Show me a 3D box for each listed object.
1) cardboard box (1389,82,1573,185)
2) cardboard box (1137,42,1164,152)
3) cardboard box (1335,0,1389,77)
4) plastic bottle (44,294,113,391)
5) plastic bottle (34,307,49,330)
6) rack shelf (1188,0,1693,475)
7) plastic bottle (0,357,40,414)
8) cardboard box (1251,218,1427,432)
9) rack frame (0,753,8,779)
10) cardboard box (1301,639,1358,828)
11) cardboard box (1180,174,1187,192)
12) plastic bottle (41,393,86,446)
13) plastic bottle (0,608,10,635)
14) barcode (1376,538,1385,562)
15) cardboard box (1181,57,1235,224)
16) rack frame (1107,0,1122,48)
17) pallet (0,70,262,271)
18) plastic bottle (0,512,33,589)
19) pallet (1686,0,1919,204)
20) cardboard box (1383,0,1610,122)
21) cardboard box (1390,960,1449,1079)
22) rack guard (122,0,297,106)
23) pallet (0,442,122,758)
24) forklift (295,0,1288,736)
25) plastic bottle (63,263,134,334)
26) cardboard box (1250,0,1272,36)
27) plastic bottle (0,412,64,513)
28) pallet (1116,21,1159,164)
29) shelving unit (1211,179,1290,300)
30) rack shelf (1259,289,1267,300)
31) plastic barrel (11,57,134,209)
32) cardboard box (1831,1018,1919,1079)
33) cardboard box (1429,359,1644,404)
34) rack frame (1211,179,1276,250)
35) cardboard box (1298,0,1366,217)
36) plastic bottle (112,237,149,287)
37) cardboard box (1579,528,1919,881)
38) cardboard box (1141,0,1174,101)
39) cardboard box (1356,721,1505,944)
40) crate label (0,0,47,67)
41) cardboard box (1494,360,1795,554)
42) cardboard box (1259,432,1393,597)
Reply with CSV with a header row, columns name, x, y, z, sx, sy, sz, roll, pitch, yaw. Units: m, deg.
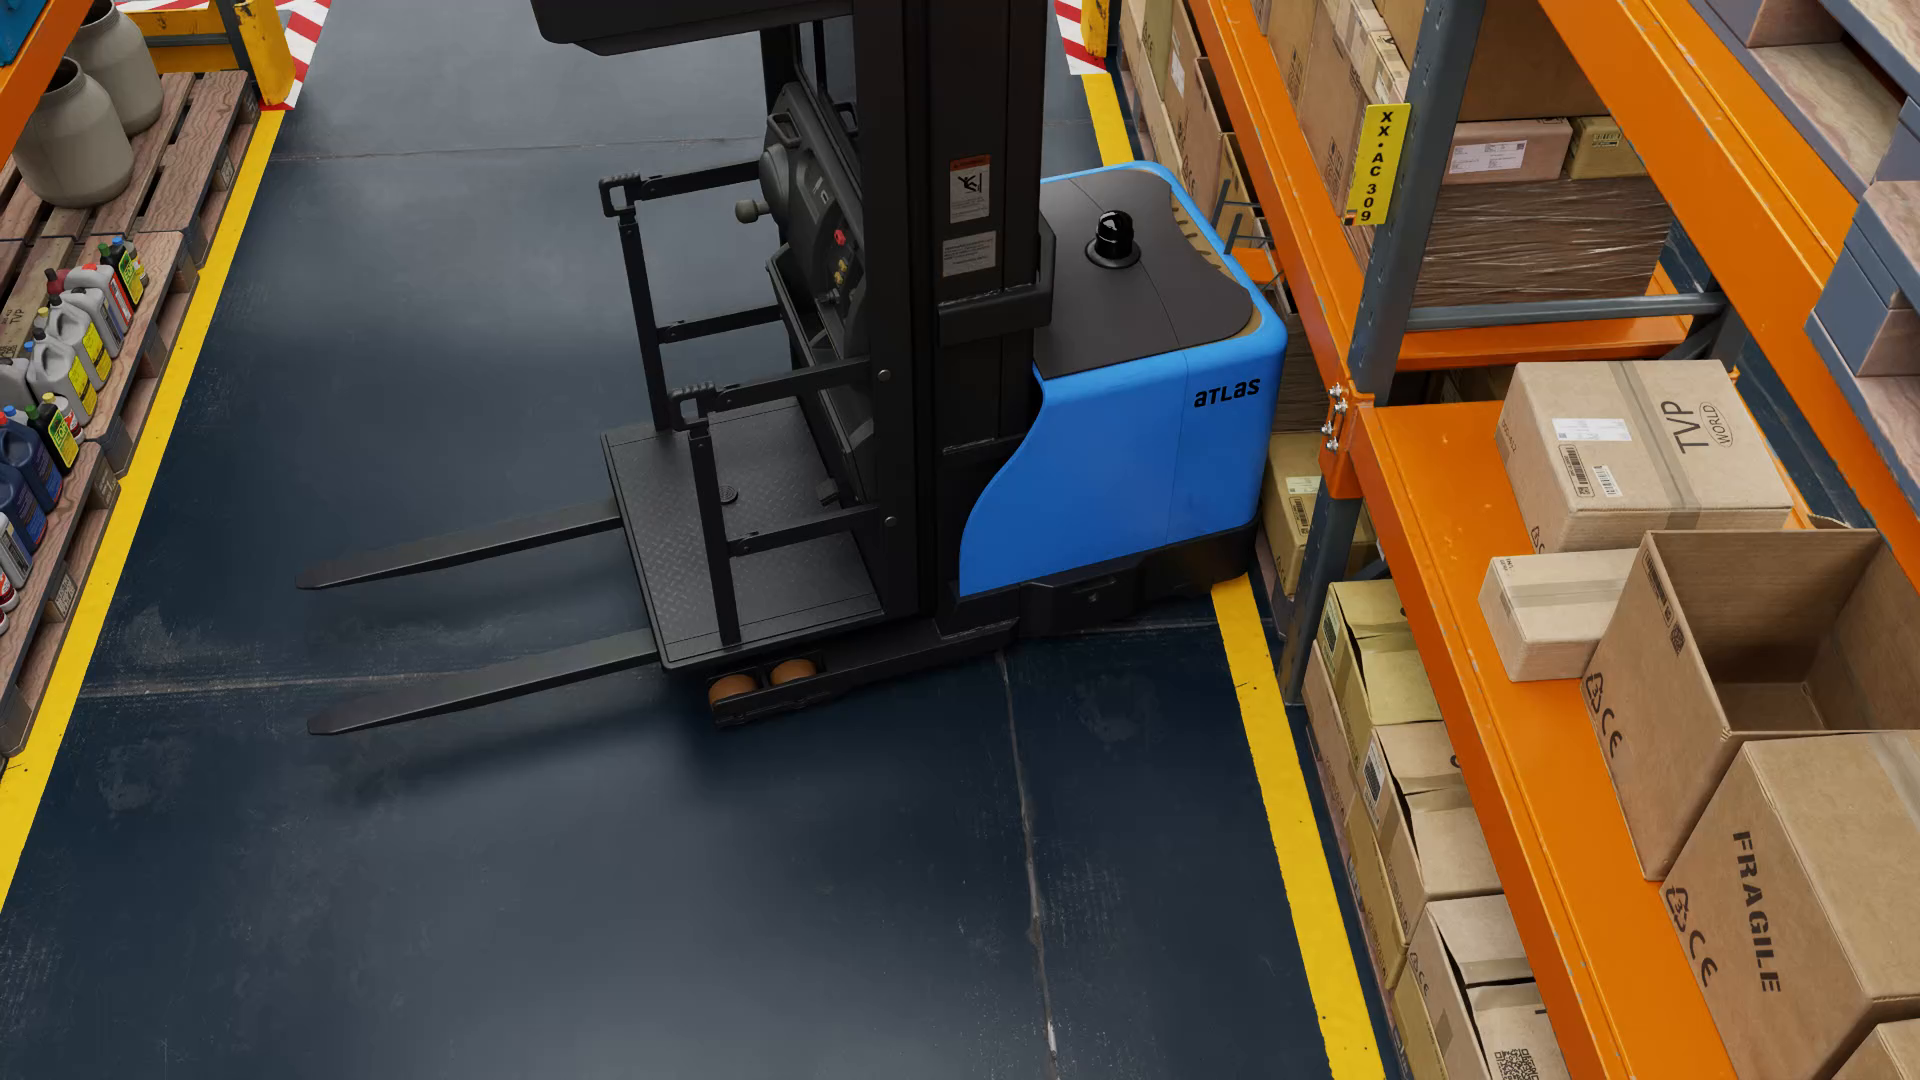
name,x,y,z,sx,sy,sz,roll,pitch,yaw
cardboard box,1.281,-1.017,4.132,0.380,0.149,0.250,-4,47,-3
cardboard box,1.051,-1.906,7.094,0.500,0.250,0.500,-3,47,-3
cardboard box,1.238,-1.385,4.480,0.380,0.149,0.250,-5,47,-4
plastic bottle,-3.140,-0.706,5.874,0.144,0.351,0.185,-2,47,-2
plastic bottle,-3.280,-0.753,6.022,0.097,0.201,0.097,0,47,0
rack shelf,1.350,-1.776,5.861,1.077,0.370,4.000,-3,47,-3
plastic bottle,-3.270,-0.518,5.748,0.152,0.276,0.135,-3,47,-3
cardboard box,1.231,-0.717,5.452,0.500,0.500,0.500,-3,47,-3
rack frame,-3.419,-0.278,3.947,1.000,3.000,0.127,-3,47,-3
cardboard box,1.304,0.532,4.785,0.500,0.250,0.500,-5,47,-4
cardboard box,1.130,-1.182,6.408,0.500,0.250,0.500,-3,47,-3
plastic bottle,-3.089,-0.419,5.705,0.097,0.201,0.097,0,47,0
plastic bottle,-3.017,0.203,5.116,0.097,0.201,0.097,0,47,0
barcode,1.124,0.012,4.430,0.001,0.075,0.075,-3,47,-3
cardboard box,1.129,-1.440,6.136,0.500,0.500,0.500,-3,47,-3
rack frame,1.183,-3.470,6.970,1.000,3.000,0.127,-3,47,-3
pallet,-3.638,-1.572,7.094,1.003,0.211,1.213,-3,47,-3
plastic bottle,-3.063,0.018,5.240,0.152,0.276,0.135,-2,47,-2
pallet,1.604,-0.904,2.606,0.805,0.209,1.217,-5,47,-5
cardboard box,1.474,-1.377,4.026,0.700,0.500,0.500,-3,47,-3
cardboard box,1.392,1.277,4.080,0.500,0.250,0.500,-5,47,-5
rack guard,-3.700,-2.260,7.546,1.175,0.500,0.348,-3,47,-3
pallet,-3.434,0.193,5.422,1.003,0.211,1.213,-3,47,-3
forklift,-0.592,-0.863,4.549,3.031,2.935,1.130,-14,48,-13
plastic bottle,-3.169,-0.900,6.109,0.152,0.276,0.135,-3,47,-3
cardboard box,1.341,-2.046,5.553,0.700,0.500,0.500,-2,47,-2
plastic bottle,-3.089,-0.264,5.455,0.144,0.351,0.185,-5,47,-5
pallet,1.288,-1.960,7.461,1.003,0.211,1.213,-3,47,-3
shelving unit,0.849,-0.620,5.499,0.258,1.200,0.189,3,45,-10
rack shelf,0.879,-0.758,5.363,0.258,0.103,0.180,3,45,-10
plastic barrel,-3.581,-1.626,6.649,0.421,0.512,0.421,0,47,0
cardboard box,1.696,1.071,2.601,0.500,0.500,0.500,-6,47,-5
cardboard box,1.791,-0.387,5.139,0.500,0.500,0.500,-3,47,-3
rack frame,0.841,-0.685,5.563,0.240,1.200,0.006,3,45,-10
cardboard box,1.423,-1.312,4.858,0.700,0.500,0.500,-4,47,-4
plastic bottle,-3.163,-1.058,6.311,0.097,0.201,0.097,0,47,0
cardboard box,1.610,0.328,3.305,0.500,0.500,0.500,0,47,0
cardboard box,1.050,-2.164,6.821,0.500,0.500,0.500,-3,47,-3
cardboard box,1.340,0.709,4.231,0.500,0.311,0.500,-4,47,-4
crate label,-3.330,-1.869,5.429,0.502,0.435,0.616,-3,47,-3
cardboard box,1.602,-0.171,3.949,0.500,0.250,0.500,-1,47,-1
cardboard box,1.261,-0.097,5.380,0.500,0.250,0.500,-3,47,-3
